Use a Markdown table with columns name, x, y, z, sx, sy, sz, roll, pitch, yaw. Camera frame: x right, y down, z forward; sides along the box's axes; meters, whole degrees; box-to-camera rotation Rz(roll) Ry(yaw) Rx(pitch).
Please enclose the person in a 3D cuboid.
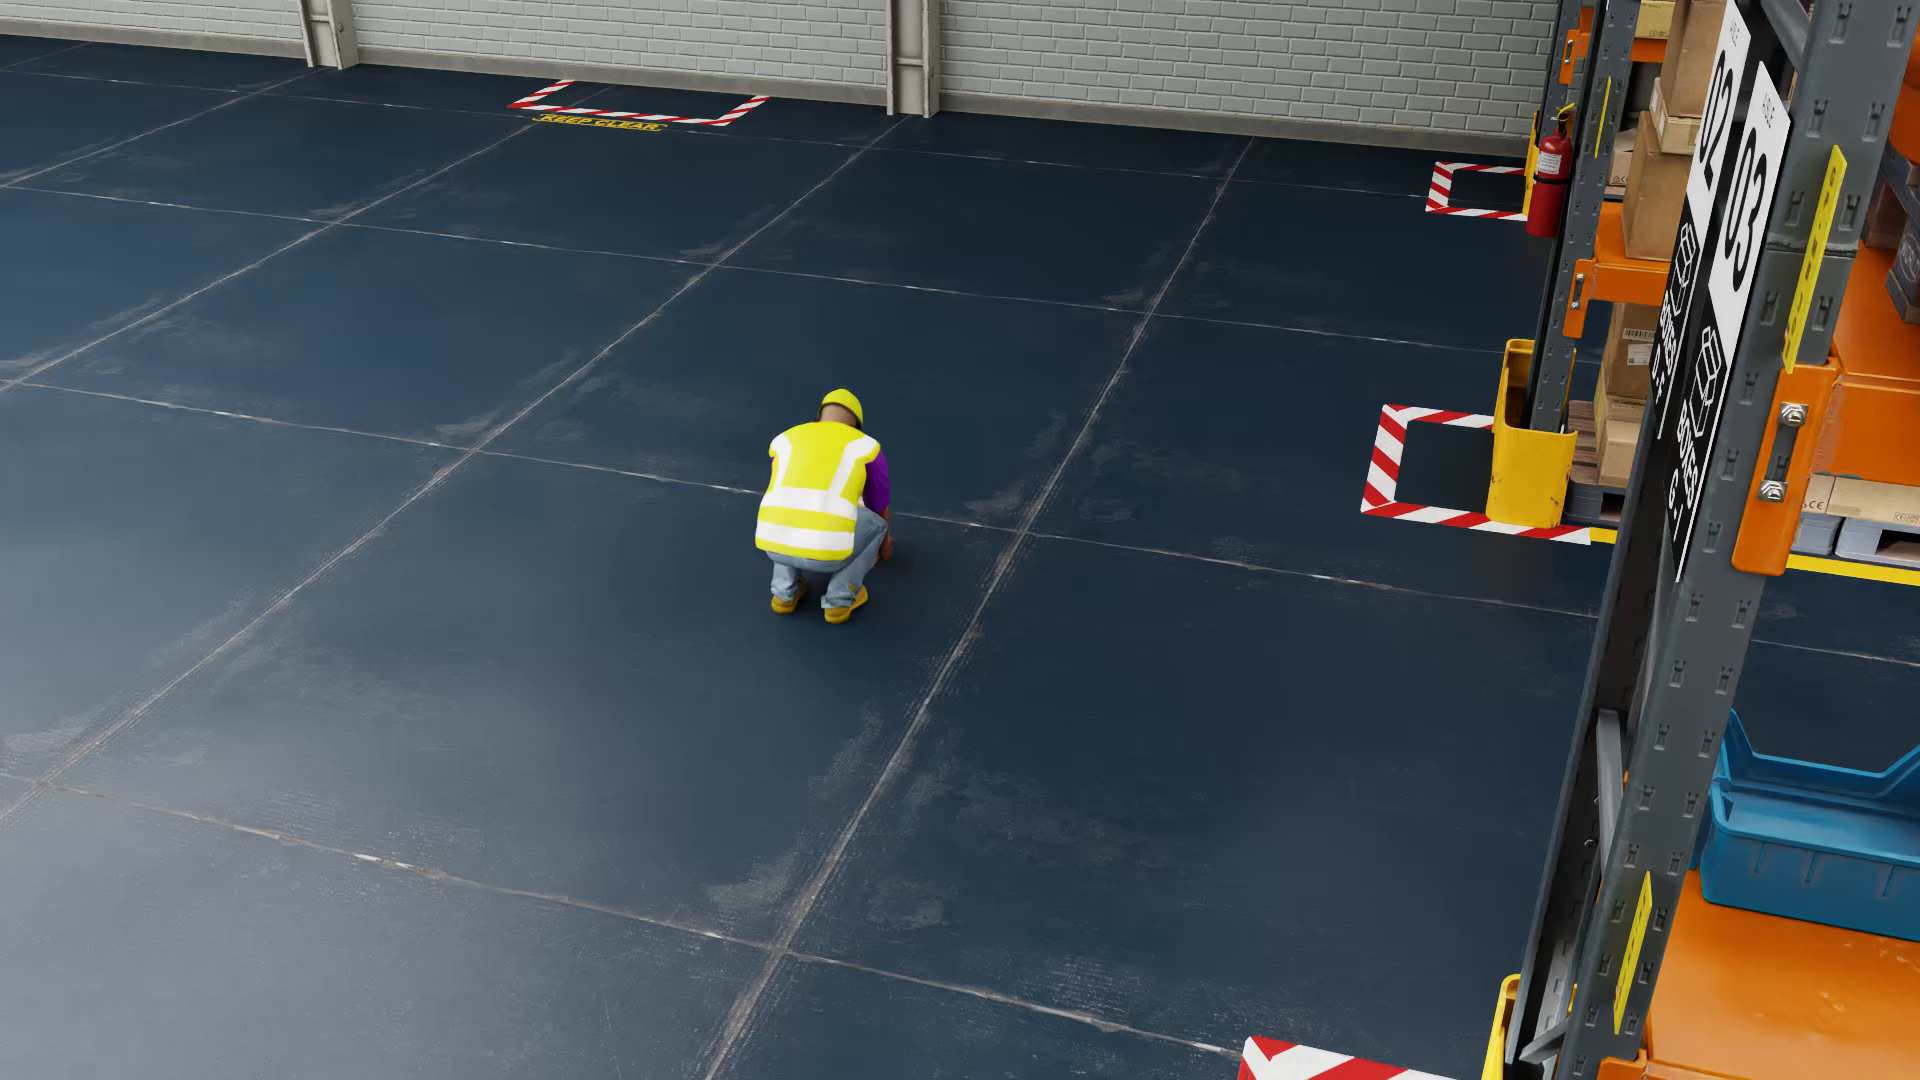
| name | x | y | z | sx | sy | sz | roll | pitch | yaw |
| --- | --- | --- | --- | --- | --- | --- | --- | --- | --- |
| person | -0.610 | -0.116 | 7.383 | 0.547 | 0.886 | 0.925 | 8 | 30 | 15 |
